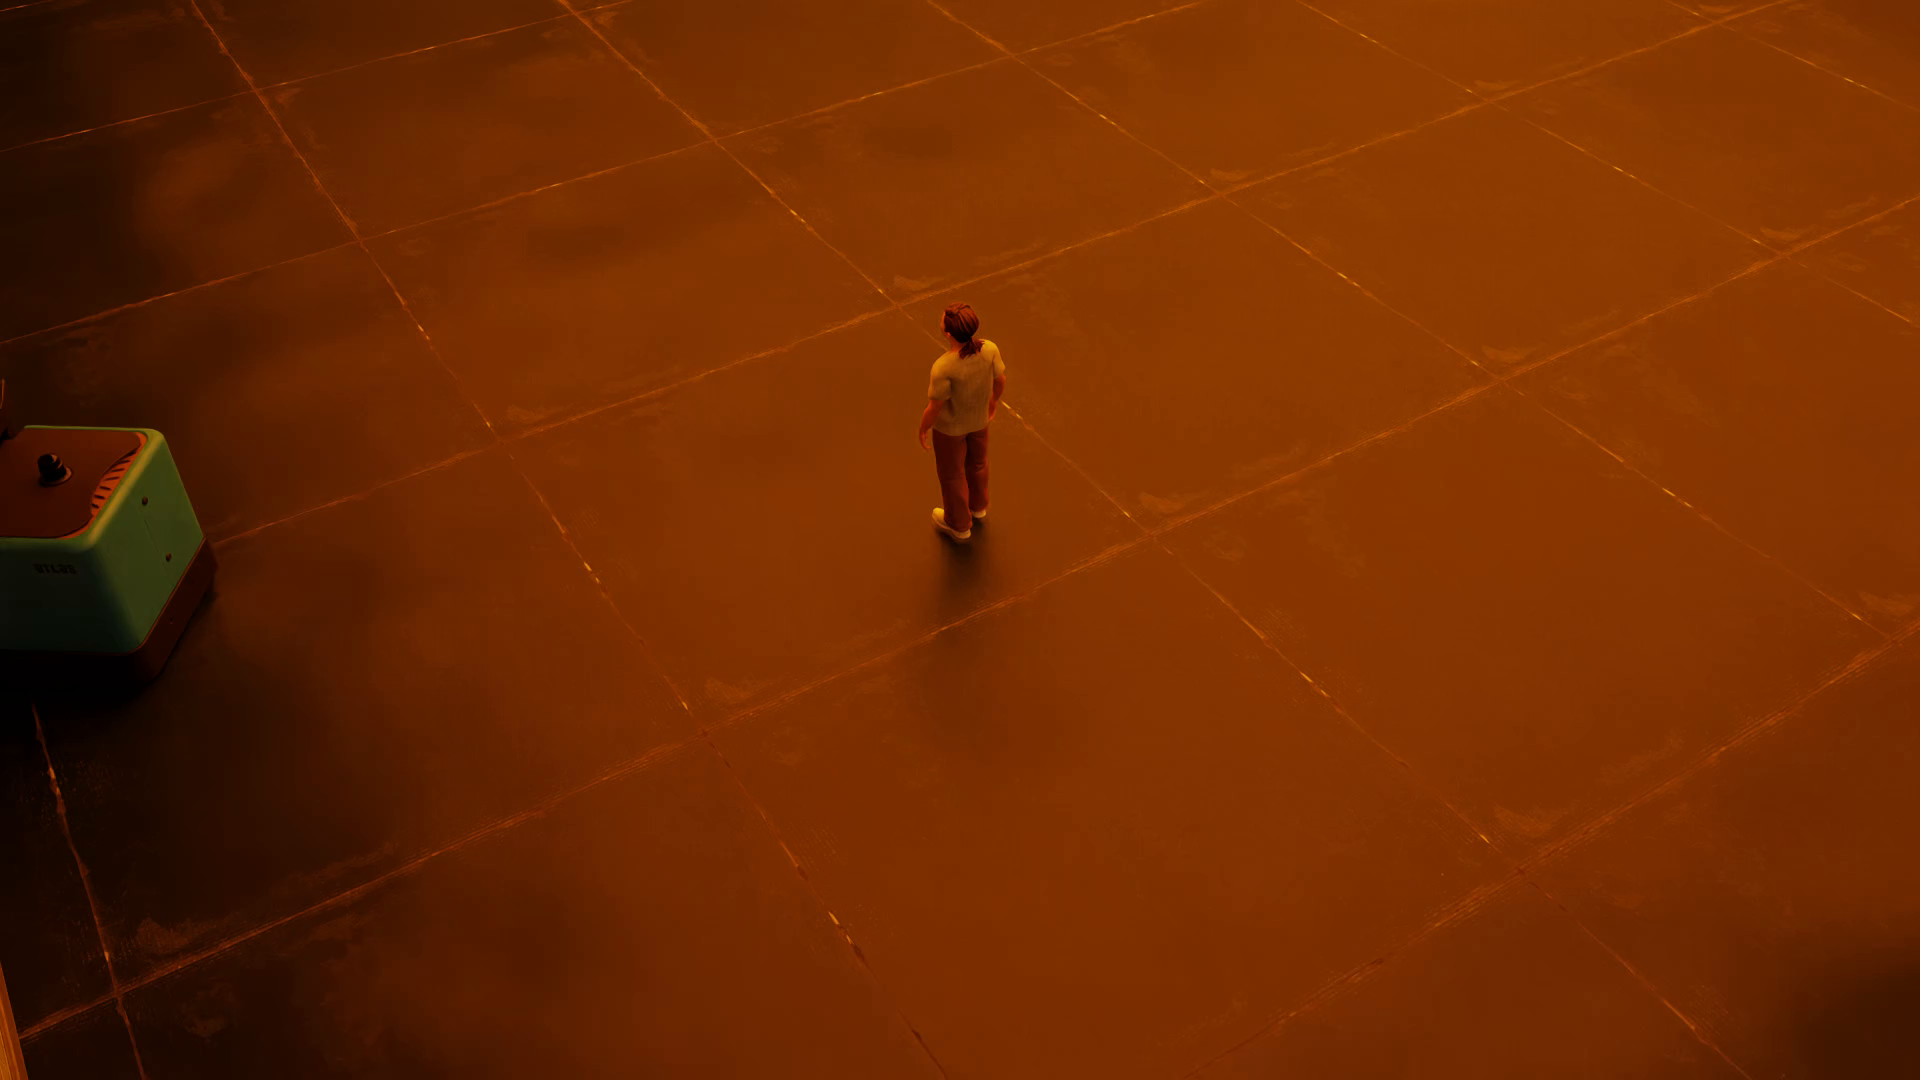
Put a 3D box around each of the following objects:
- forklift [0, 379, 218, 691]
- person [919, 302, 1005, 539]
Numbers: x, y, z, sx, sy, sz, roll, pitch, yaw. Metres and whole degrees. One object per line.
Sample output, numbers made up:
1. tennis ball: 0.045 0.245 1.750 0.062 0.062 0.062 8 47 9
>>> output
1. forklift: -5.903 -0.637 8.599 3.031 2.935 1.130 2 41 2
2. person: -0.030 -0.712 9.567 0.553 1.673 0.547 -23 46 -24
